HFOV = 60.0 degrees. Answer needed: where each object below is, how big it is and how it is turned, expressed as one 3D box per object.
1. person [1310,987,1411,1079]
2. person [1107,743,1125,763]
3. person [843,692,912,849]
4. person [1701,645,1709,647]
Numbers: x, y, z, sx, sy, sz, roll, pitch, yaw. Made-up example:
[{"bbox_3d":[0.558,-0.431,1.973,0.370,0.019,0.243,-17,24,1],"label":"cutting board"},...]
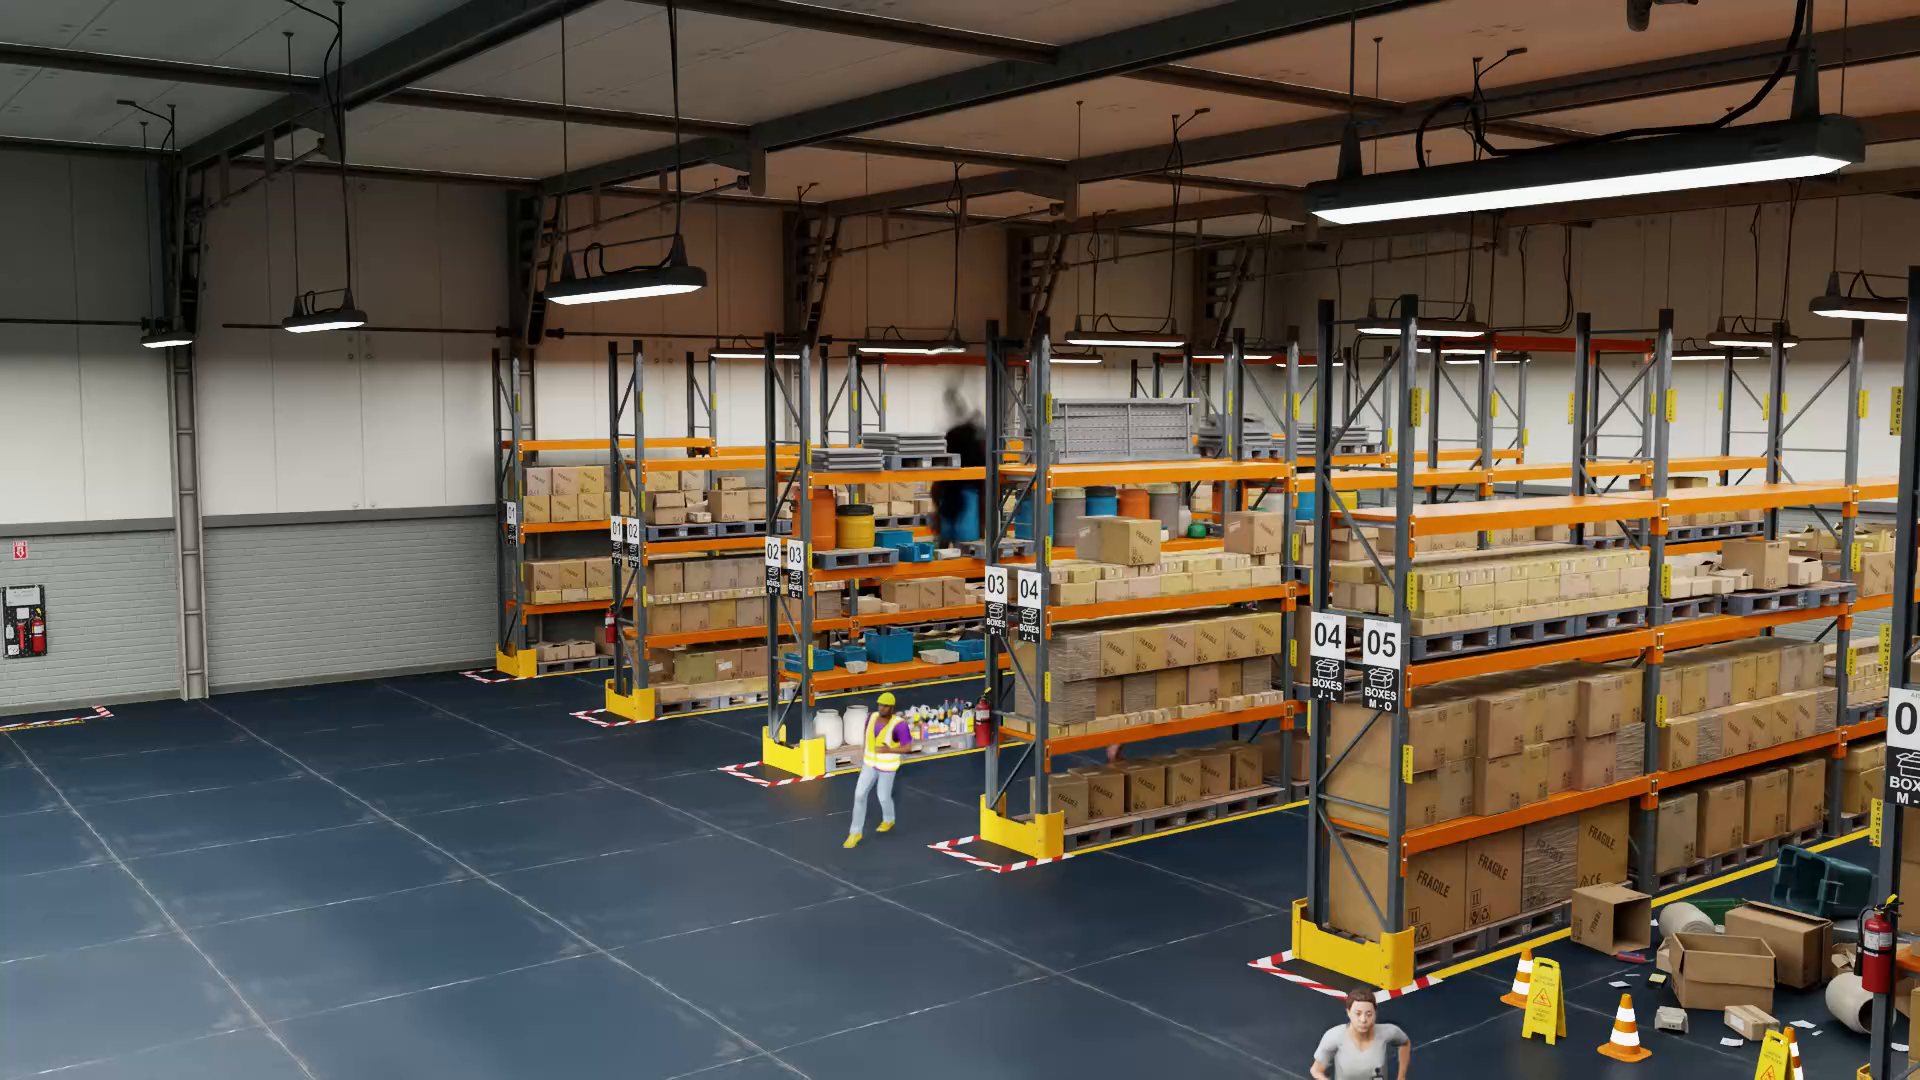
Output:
[{"bbox_3d":[2.414,3.474,10.043,0.598,1.677,0.979,1,5,10],"label":"person"},{"bbox_3d":[2.039,2.443,21.574,0.542,1.628,0.568,-5,7,-44],"label":"person"},{"bbox_3d":[-0.868,2.623,19.128,0.713,1.791,0.858,2,5,24],"label":"person"},{"bbox_3d":[10.240,2.295,22.823,0.889,1.754,0.609,-4,6,-38],"label":"person"}]
